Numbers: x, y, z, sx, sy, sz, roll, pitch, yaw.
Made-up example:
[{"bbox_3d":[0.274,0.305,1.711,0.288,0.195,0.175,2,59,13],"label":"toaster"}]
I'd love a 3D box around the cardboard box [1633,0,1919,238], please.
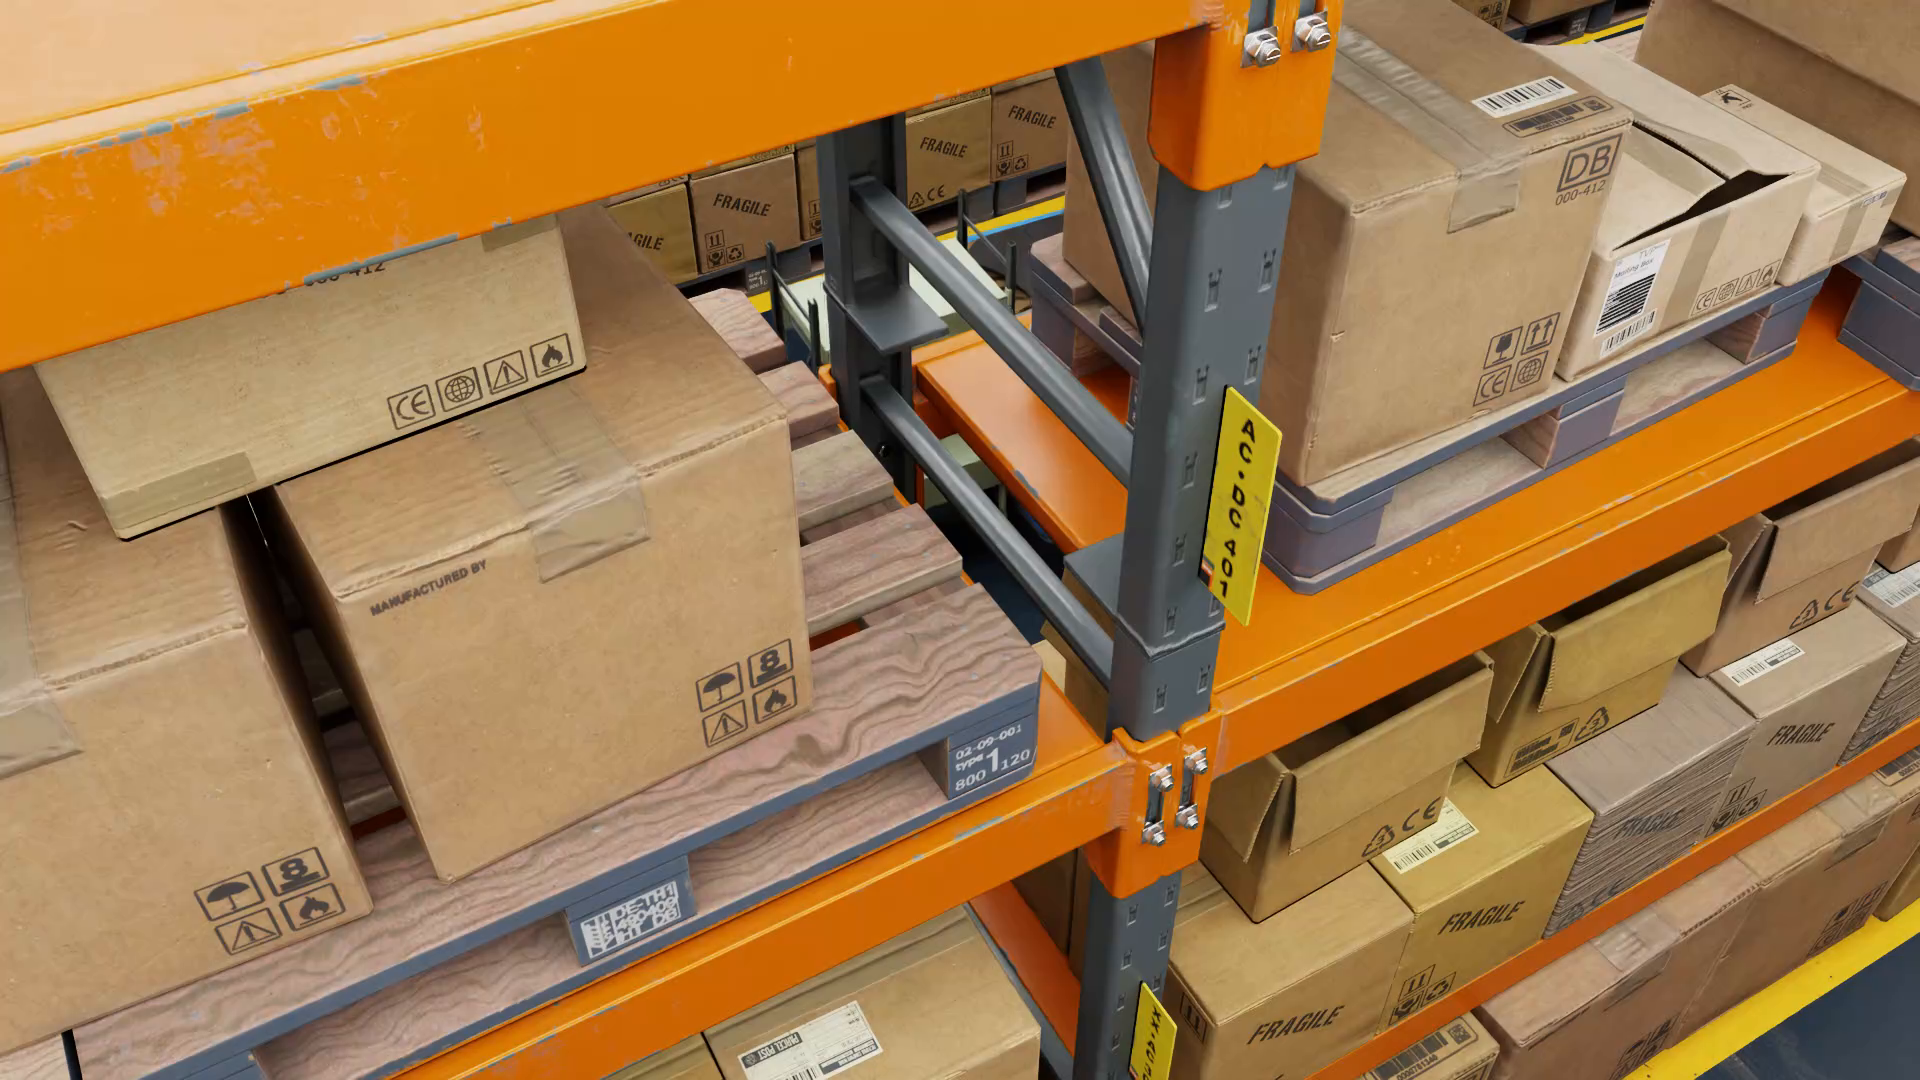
[{"bbox_3d":[1.773,-1.010,3.107,0.637,0.503,0.797,-22,48,-21],"label":"cardboard box"}]

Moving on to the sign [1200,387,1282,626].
[{"bbox_3d":[0.343,-0.035,2.051,0.005,0.325,0.100,-22,48,-21],"label":"sign"}]

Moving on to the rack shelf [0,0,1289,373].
[{"bbox_3d":[-1.669,-0.137,1.233,4.000,0.370,1.077,-22,48,-21],"label":"rack shelf"}]

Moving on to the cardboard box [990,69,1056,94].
[{"bbox_3d":[0.255,-2.443,8.068,0.500,0.250,0.500,-21,48,-20],"label":"cardboard box"}]

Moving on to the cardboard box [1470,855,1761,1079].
[{"bbox_3d":[1.385,0.988,4.803,0.875,0.875,1.225,-23,49,-22],"label":"cardboard box"}]

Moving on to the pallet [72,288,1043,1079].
[{"bbox_3d":[-0.649,0.153,2.348,1.213,0.211,1.003,-22,48,-21],"label":"pallet"}]

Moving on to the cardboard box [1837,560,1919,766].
[{"bbox_3d":[2.345,0.169,4.350,0.500,0.500,0.500,-23,49,-22],"label":"cardboard box"}]

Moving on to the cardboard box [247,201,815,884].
[{"bbox_3d":[-0.583,-0.071,2.070,0.500,0.500,0.700,-25,49,-23],"label":"cardboard box"}]

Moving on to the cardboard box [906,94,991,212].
[{"bbox_3d":[-0.193,-1.994,8.144,0.500,0.500,0.500,-24,49,-23],"label":"cardboard box"}]

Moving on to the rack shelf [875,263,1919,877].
[{"bbox_3d":[1.799,-0.592,3.569,4.000,0.370,1.077,-22,48,-21],"label":"rack shelf"}]

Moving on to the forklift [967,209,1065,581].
[{"bbox_3d":[1.458,-1.586,6.280,3.031,2.935,1.130,-19,47,-19],"label":"forklift"}]

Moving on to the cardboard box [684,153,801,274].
[{"bbox_3d":[-1.087,-1.644,7.784,0.500,0.500,0.500,-20,48,-19],"label":"cardboard box"}]

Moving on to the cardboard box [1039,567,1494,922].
[{"bbox_3d":[0.615,0.298,3.497,0.637,0.503,0.797,-23,49,-22],"label":"cardboard box"}]

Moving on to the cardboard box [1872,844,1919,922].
[{"bbox_3d":[2.925,0.371,5.438,0.875,0.875,1.225,-24,49,-23],"label":"cardboard box"}]

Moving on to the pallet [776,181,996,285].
[{"bbox_3d":[-0.585,-1.806,8.459,1.213,0.211,1.003,-22,48,-21],"label":"pallet"}]

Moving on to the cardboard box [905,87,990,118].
[{"bbox_3d":[-0.193,-2.276,7.896,0.500,0.250,0.500,-21,48,-20],"label":"cardboard box"}]

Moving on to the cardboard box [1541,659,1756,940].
[{"bbox_3d":[1.458,0.528,3.981,0.500,0.500,0.500,-23,49,-22],"label":"cardboard box"}]

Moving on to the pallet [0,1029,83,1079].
[{"bbox_3d":[-1.706,0.574,1.915,1.213,0.211,1.003,-22,48,-21],"label":"pallet"}]

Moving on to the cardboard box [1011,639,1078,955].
[{"bbox_3d":[0.335,0.557,3.950,0.500,0.500,0.500,-22,48,-21],"label":"cardboard box"}]

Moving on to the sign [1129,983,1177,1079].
[{"bbox_3d":[0.343,0.916,2.974,0.005,0.325,0.100,-22,48,-21],"label":"sign"}]

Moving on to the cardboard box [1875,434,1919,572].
[{"bbox_3d":[2.325,-0.395,4.211,0.637,0.503,0.797,-21,48,-20],"label":"cardboard box"}]

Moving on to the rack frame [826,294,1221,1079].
[{"bbox_3d":[0.065,0.921,3.648,0.127,3.000,1.000,-22,48,-21],"label":"rack frame"}]

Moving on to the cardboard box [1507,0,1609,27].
[{"bbox_3d":[3.287,-3.627,9.647,0.750,0.750,1.050,-22,48,-21],"label":"cardboard box"}]

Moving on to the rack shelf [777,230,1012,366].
[{"bbox_3d":[-0.234,-0.746,5.881,0.720,0.370,0.431,-19,47,-19],"label":"rack shelf"}]

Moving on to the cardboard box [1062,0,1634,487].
[{"bbox_3d":[0.563,-0.550,2.636,0.500,0.500,0.700,-21,48,-20],"label":"cardboard box"}]

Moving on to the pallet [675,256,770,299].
[{"bbox_3d":[-1.644,-1.380,8.020,1.213,0.211,1.003,-22,48,-21],"label":"pallet"}]

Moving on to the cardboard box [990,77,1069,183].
[{"bbox_3d":[0.258,-2.187,8.343,0.500,0.500,0.500,-20,48,-19],"label":"cardboard box"}]

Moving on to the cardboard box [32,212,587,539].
[{"bbox_3d":[-0.753,-0.325,1.794,0.500,0.250,0.500,-25,49,-23],"label":"cardboard box"}]

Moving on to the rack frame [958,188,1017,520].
[{"bbox_3d":[0.092,-0.581,6.272,0.023,1.500,0.400,-19,47,-19],"label":"rack frame"}]

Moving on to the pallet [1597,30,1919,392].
[{"bbox_3d":[2.033,-0.831,3.434,1.213,0.211,1.003,-20,47,-19],"label":"pallet"}]

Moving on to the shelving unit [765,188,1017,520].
[{"bbox_3d":[-0.234,-0.466,6.153,0.755,1.500,0.431,-19,47,-19],"label":"shelving unit"}]

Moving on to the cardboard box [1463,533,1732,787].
[{"bbox_3d":[1.216,0.067,3.735,0.637,0.503,0.797,-21,48,-21],"label":"cardboard box"}]

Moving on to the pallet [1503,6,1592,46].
[{"bbox_3d":[2.928,-3.145,9.839,1.213,0.211,1.003,-22,48,-21],"label":"pallet"}]

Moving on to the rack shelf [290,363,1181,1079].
[{"bbox_3d":[-1.669,0.796,2.139,4.000,0.370,1.077,-22,48,-21],"label":"rack shelf"}]

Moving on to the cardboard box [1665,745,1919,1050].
[{"bbox_3d":[2.148,0.676,5.124,0.875,0.875,1.225,-22,48,-21],"label":"cardboard box"}]

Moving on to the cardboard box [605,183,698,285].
[{"bbox_3d":[-1.545,-1.460,7.593,0.500,0.500,0.500,-20,48,-19],"label":"cardboard box"}]

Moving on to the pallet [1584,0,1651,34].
[{"bbox_3d":[3.987,-3.571,10.278,1.213,0.211,1.003,-22,48,-21],"label":"pallet"}]

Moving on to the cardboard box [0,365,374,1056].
[{"bbox_3d":[-1.052,0.113,1.880,0.500,0.500,0.700,-19,47,-19],"label":"cardboard box"}]

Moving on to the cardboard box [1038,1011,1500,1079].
[{"bbox_3d":[0.610,1.298,4.483,0.875,0.875,1.225,-22,48,-21],"label":"cardboard box"}]

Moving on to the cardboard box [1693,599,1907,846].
[{"bbox_3d":[1.904,0.345,4.169,0.500,0.500,0.500,-21,48,-20],"label":"cardboard box"}]

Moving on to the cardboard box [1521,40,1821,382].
[{"bbox_3d":[1.061,-0.601,2.824,0.500,0.311,0.500,-23,49,-22],"label":"cardboard box"}]

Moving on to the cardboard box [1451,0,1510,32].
[{"bbox_3d":[2.479,-3.303,9.314,0.750,0.750,1.050,-21,48,-20],"label":"cardboard box"}]

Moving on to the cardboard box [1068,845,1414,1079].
[{"bbox_3d":[0.589,0.876,3.622,0.500,0.500,0.500,-22,48,-21],"label":"cardboard box"}]

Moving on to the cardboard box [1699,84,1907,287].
[{"bbox_3d":[1.431,-0.642,2.983,0.250,0.149,0.380,-24,49,-23],"label":"cardboard box"}]

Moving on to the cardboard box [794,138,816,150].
[{"bbox_3d":[-0.641,-2.090,7.704,0.500,0.250,0.500,-20,48,-19],"label":"cardboard box"}]

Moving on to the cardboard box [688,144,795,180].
[{"bbox_3d":[-1.085,-1.916,7.525,0.500,0.250,0.500,-21,48,-20],"label":"cardboard box"}]

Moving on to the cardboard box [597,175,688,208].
[{"bbox_3d":[-1.546,-1.729,7.333,0.500,0.250,0.500,-24,49,-23],"label":"cardboard box"}]

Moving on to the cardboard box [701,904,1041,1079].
[{"bbox_3d":[-0.200,0.919,3.004,0.500,0.500,0.500,-20,48,-20],"label":"cardboard box"}]

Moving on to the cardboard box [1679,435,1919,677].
[{"bbox_3d":[1.747,-0.158,3.967,0.637,0.503,0.797,-20,48,-20],"label":"cardboard box"}]

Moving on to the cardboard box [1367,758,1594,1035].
[{"bbox_3d":[1.024,0.701,3.802,0.500,0.500,0.500,-22,48,-21],"label":"cardboard box"}]

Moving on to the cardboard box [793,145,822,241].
[{"bbox_3d":[-0.640,-1.834,7.979,0.500,0.500,0.500,-21,48,-20],"label":"cardboard box"}]

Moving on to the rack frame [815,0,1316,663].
[{"bbox_3d":[0.065,-1.232,1.558,0.127,3.000,1.000,-22,48,-21],"label":"rack frame"}]

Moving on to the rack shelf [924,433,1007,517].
[{"bbox_3d":[-0.234,-0.232,6.380,0.720,0.370,0.431,-19,47,-19],"label":"rack shelf"}]

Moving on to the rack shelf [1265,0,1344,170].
[{"bbox_3d":[1.799,-1.525,2.663,4.000,0.370,1.077,-22,48,-21],"label":"rack shelf"}]

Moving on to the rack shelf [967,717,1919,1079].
[{"bbox_3d":[1.799,0.485,4.613,4.000,0.370,1.077,-22,48,-21],"label":"rack shelf"}]

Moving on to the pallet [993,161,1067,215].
[{"bbox_3d":[0.472,-2.227,8.893,1.213,0.211,1.003,-22,48,-21],"label":"pallet"}]

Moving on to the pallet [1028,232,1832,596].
[{"bbox_3d":[0.836,-0.435,3.028,1.217,0.209,0.805,-24,49,-22],"label":"pallet"}]

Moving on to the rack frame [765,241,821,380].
[{"bbox_3d":[-0.561,-0.351,6.034,0.023,1.500,0.400,-19,47,-19],"label":"rack frame"}]

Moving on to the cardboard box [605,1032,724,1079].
[{"bbox_3d":[-0.637,1.091,2.828,0.500,0.500,0.500,-21,48,-21],"label":"cardboard box"}]
